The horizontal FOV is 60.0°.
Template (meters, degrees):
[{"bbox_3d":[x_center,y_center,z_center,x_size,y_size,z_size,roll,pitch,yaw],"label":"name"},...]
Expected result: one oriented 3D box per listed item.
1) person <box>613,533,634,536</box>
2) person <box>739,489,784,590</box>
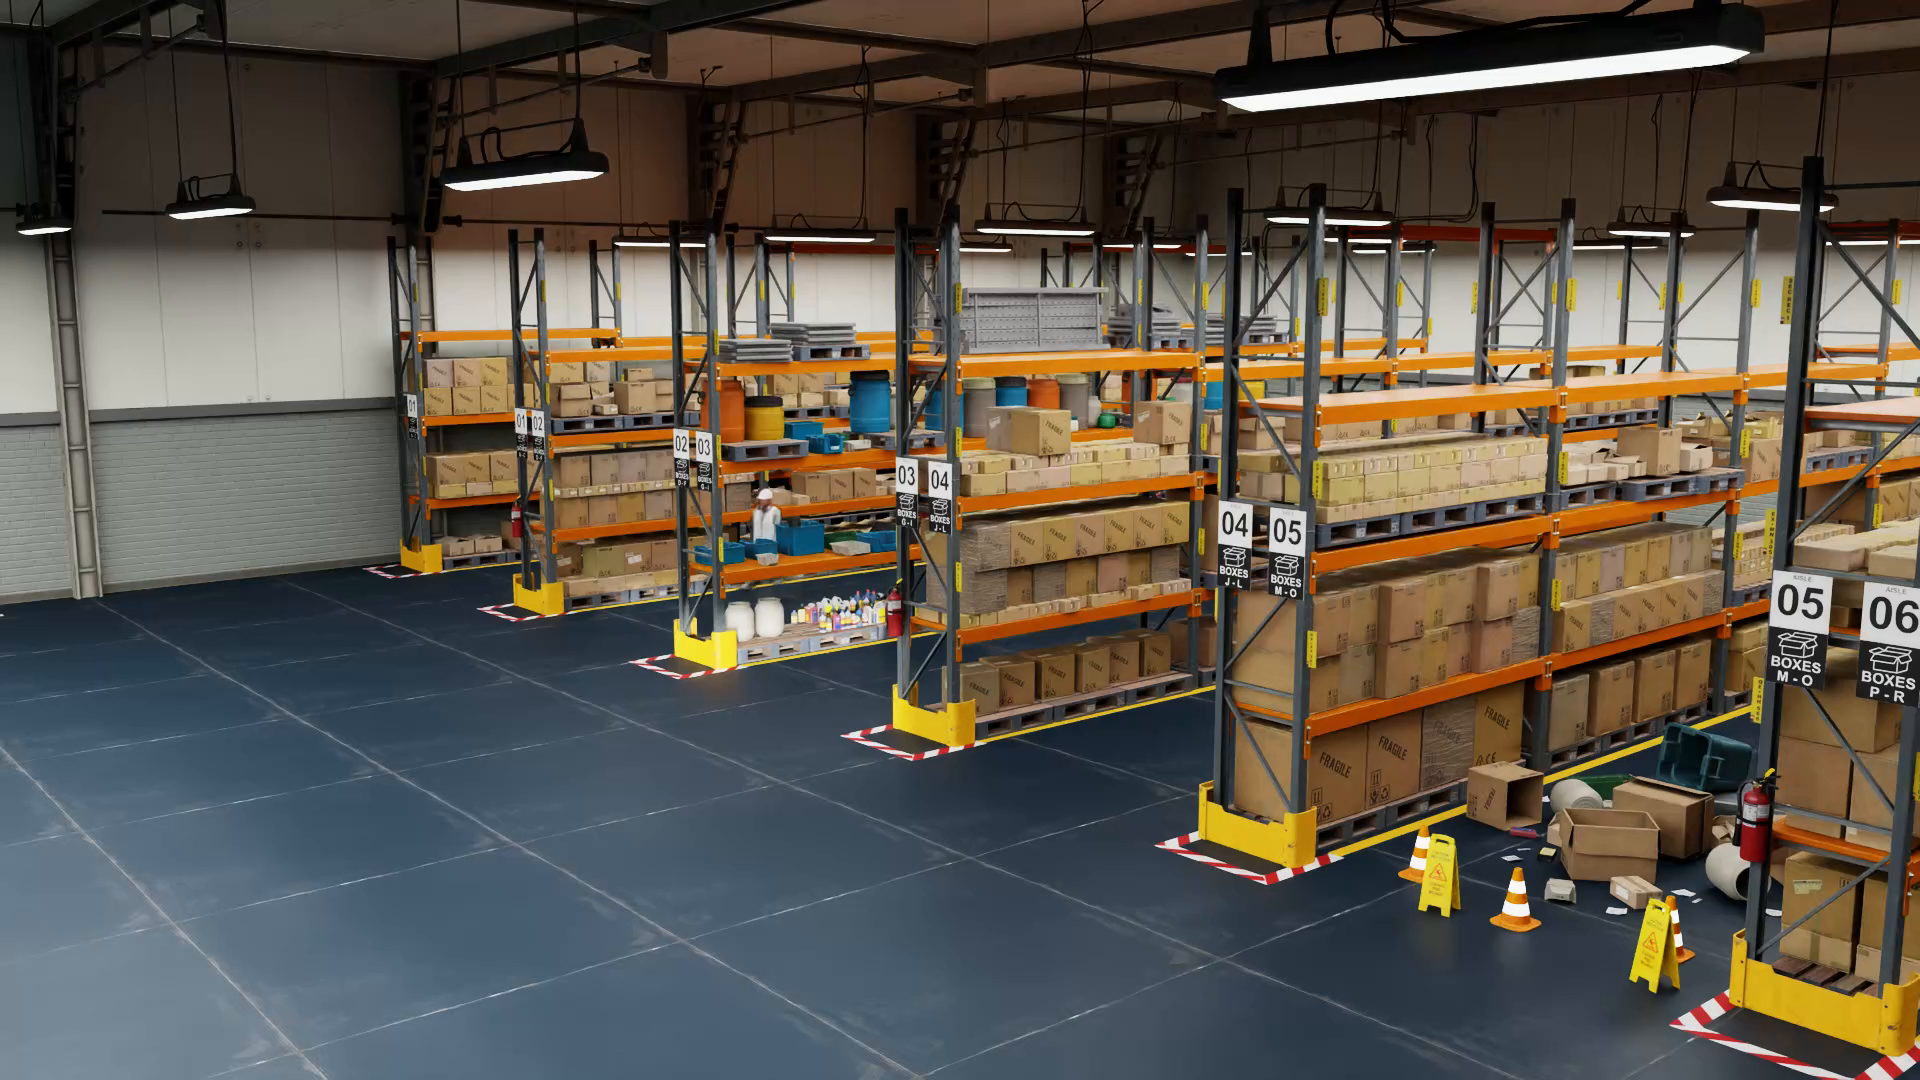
[{"bbox_3d":[-5.996,-0.204,29.584,0.554,1.664,1.006,6,10,32],"label":"person"},{"bbox_3d":[-3.168,-0.025,26.893,0.533,1.604,1.039,2,9,15],"label":"person"}]
